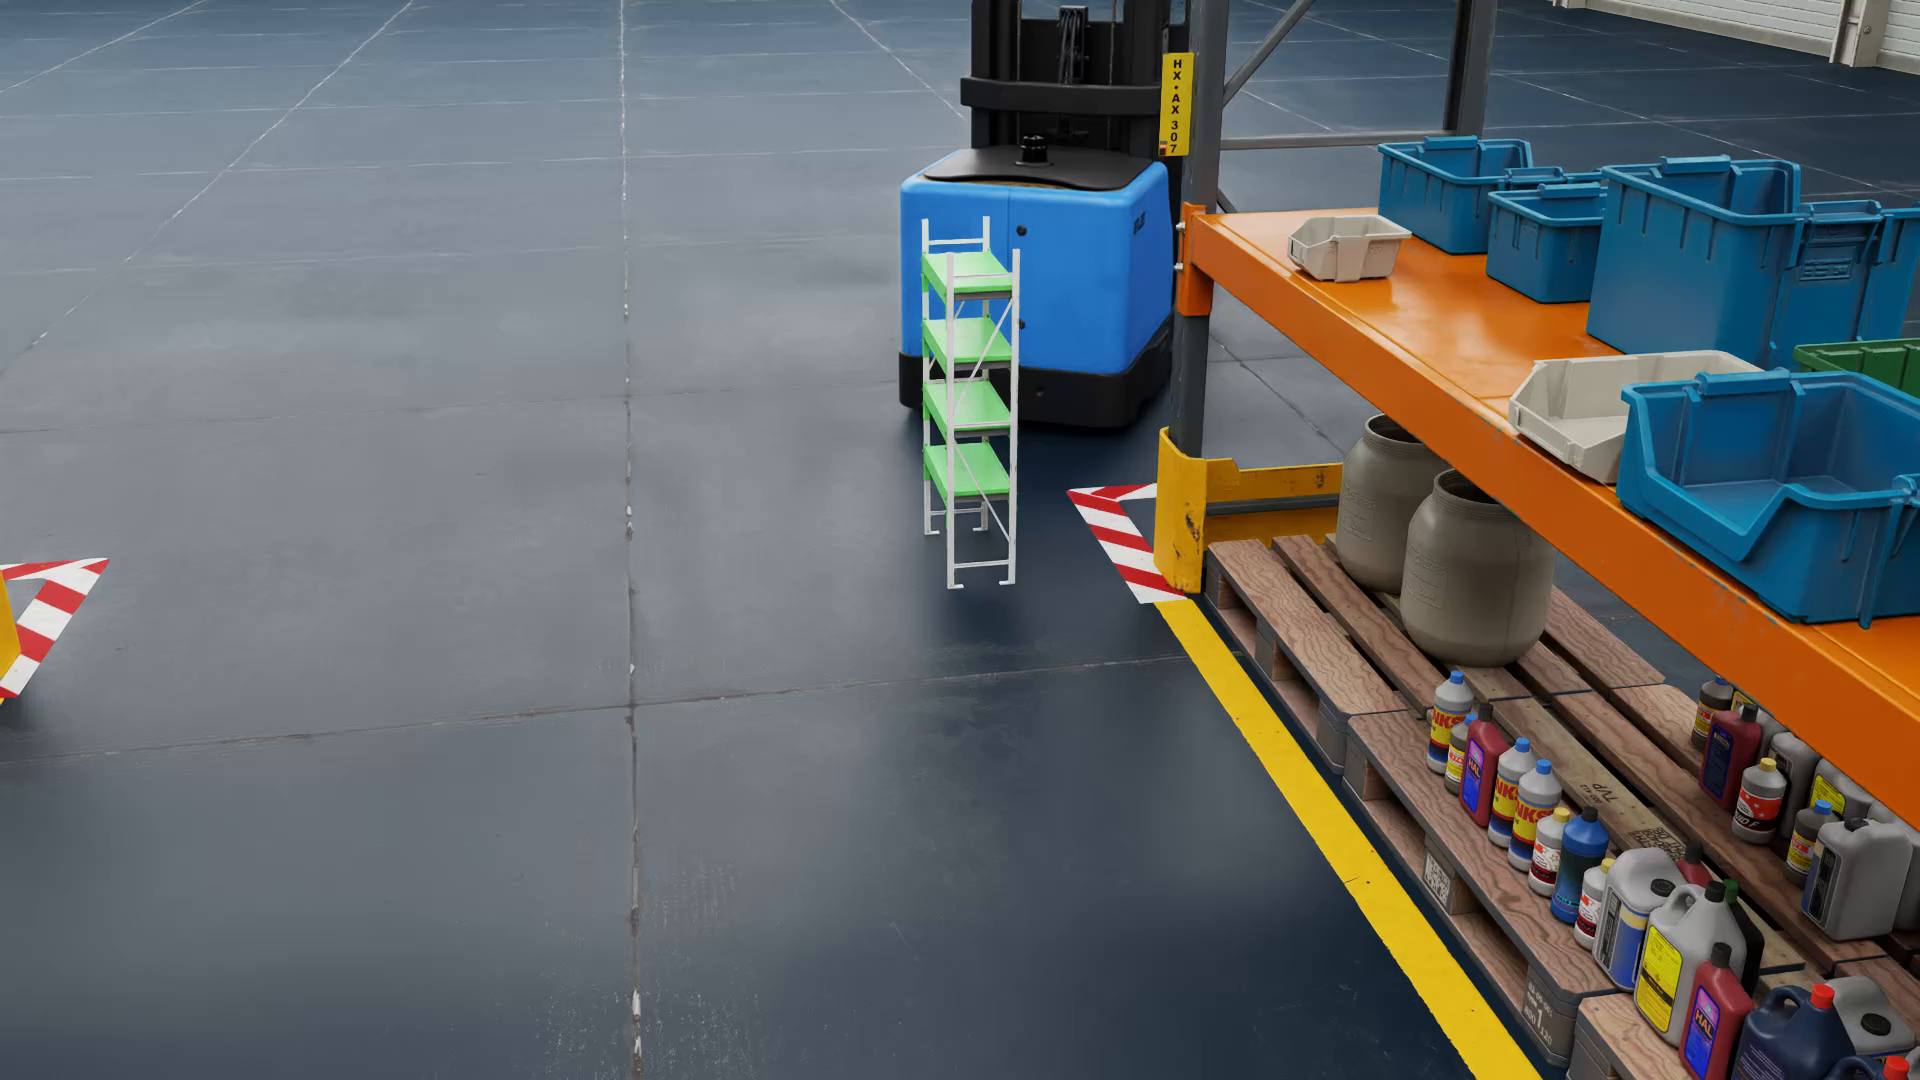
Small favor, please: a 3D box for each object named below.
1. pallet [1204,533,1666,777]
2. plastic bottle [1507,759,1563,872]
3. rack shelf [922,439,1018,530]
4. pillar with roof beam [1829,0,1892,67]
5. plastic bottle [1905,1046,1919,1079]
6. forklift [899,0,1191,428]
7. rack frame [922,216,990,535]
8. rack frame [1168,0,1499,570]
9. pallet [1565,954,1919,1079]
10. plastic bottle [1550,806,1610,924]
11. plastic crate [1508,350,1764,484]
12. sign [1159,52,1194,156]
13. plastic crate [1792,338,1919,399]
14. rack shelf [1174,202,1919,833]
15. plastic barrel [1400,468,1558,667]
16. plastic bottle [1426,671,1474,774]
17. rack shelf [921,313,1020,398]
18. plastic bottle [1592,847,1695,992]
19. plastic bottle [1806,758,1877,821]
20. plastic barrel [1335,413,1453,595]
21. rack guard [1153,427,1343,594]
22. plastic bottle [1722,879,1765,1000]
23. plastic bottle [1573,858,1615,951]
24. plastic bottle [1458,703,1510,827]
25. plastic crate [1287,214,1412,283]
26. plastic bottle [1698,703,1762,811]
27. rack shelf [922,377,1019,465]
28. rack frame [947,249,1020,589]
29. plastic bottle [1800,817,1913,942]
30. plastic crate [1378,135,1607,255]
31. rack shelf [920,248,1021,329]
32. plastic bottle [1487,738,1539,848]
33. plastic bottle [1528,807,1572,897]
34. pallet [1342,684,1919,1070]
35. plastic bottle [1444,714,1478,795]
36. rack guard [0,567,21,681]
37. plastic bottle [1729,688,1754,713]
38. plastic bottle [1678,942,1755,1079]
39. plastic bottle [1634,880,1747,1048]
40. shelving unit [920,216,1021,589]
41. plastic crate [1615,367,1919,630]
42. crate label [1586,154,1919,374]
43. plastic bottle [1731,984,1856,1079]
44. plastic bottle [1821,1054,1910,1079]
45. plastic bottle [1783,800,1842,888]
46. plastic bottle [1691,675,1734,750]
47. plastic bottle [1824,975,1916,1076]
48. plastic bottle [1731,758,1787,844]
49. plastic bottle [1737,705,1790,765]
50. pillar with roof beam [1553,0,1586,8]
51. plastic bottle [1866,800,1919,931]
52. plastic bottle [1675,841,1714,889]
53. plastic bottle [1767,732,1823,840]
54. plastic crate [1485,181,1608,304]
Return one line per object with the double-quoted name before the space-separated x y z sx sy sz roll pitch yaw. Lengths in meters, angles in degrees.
"pallet" 1.446 0.304 5.290 1.003 0.211 1.213 -4 24 -10
"plastic bottle" 1.351 0.639 3.899 0.097 0.271 0.097 0 24 0
"rack shelf" 0.031 -0.206 5.982 0.258 0.148 0.480 -4 24 -10
"pillar with roof beam" 5.506 -8.993 15.597 9.100 9.000 0.400 -4 24 -10
"plastic bottle" 1.719 1.023 2.921 0.144 0.351 0.185 -4 24 -10
"forklift" 0.663 -2.389 8.057 1.130 2.935 3.031 7 25 16
"rack frame" -0.015 -0.581 6.081 0.240 1.200 0.015 -4 24 -10
"rack frame" 1.240 -1.320 5.525 1.000 3.000 0.127 -4 24 -10
"pallet" 1.897 1.264 3.093 1.003 0.211 1.213 -4 24 -10
"plastic bottle" 1.389 0.718 3.716 0.097 0.271 0.097 0 24 0
"plastic crate" 1.431 -0.246 3.395 0.530 0.136 0.437 -4 24 -10
"sign" 0.699 -1.408 5.381 0.100 0.325 0.005 -4 24 -10
"plastic crate" 2.006 -0.205 3.236 0.450 0.188 0.662 -4 24 -10
"rack shelf" 1.610 -0.204 3.868 1.077 0.370 4.000 -4 24 -10
"plastic barrel" 1.530 0.078 4.908 0.421 0.512 0.421 0 24 0
"plastic bottle" 1.269 0.465 4.298 0.097 0.271 0.097 0 24 0
"rack shelf" 0.031 -0.646 5.790 0.258 0.148 0.480 -4 24 -10
"plastic bottle" 1.456 0.801 3.522 0.152 0.276 0.135 -4 24 -9
"plastic bottle" 2.091 0.603 3.883 0.144 0.351 0.185 -3 24 -8
"plastic barrel" 1.437 -0.119 5.359 0.421 0.512 0.421 0 24 0
"rack guard" 1.301 -0.148 5.965 1.175 0.500 0.348 -4 24 -10
"plastic bottle" 1.579 0.844 3.414 0.061 0.283 0.133 -4 24 -10
"plastic bottle" 1.408 0.791 3.638 0.097 0.201 0.097 0 24 0
"plastic bottle" 1.293 0.550 4.088 0.061 0.283 0.133 -4 24 -9
"plastic crate" 1.090 -0.824 4.718 0.298 0.136 0.250 -4 24 -10
"plastic bottle" 1.926 0.522 4.151 0.061 0.283 0.133 -4 24 -10
"rack shelf" 0.031 -0.426 5.886 0.258 0.148 0.480 -4 24 -10
"rack frame" 0.076 -0.389 5.641 0.240 1.200 0.015 -4 24 -10
"plastic bottle" 1.984 0.731 3.682 0.152 0.276 0.135 -4 24 -10
"plastic crate" 1.627 -1.077 5.155 0.499 0.251 0.616 -4 24 -10
"rack shelf" 0.031 -0.866 5.694 0.258 0.148 0.480 -4 24 -10
"plastic bottle" 1.333 0.599 3.989 0.097 0.271 0.097 0 24 0
"plastic bottle" 1.370 0.710 3.824 0.097 0.201 0.097 0 24 0
"pallet" 1.668 0.783 4.194 1.003 0.211 1.213 -4 24 -10
"plastic bottle" 1.289 0.537 4.218 0.097 0.201 0.097 0 24 0
"rack guard" -3.613 0.222 5.118 1.175 0.500 0.348 -4 24 -10
"plastic bottle" 2.050 0.457 4.299 0.061 0.283 0.133 -4 24 -8
"plastic bottle" 1.471 0.928 3.222 0.061 0.283 0.133 -3 24 -6
"plastic bottle" 1.483 0.831 3.360 0.144 0.351 0.185 -4 24 -10
"shelving unit" 0.031 -0.485 5.861 0.258 1.200 0.503 -4 24 -10
"plastic crate" 1.509 -0.094 2.903 0.499 0.251 0.616 -4 24 -10
"crate label" 1.847 -0.633 3.906 0.502 0.435 0.616 -4 24 -10
"plastic bottle" 1.542 0.958 3.069 0.144 0.351 0.185 -6 24 -12
"plastic bottle" 1.578 1.033 2.896 0.144 0.351 0.185 -5 24 -11
"plastic bottle" 1.980 0.697 3.853 0.097 0.201 0.097 0 24 0
"plastic bottle" 2.011 0.450 4.418 0.097 0.201 0.097 0 24 0
"plastic bottle" 1.683 0.971 3.132 0.152 0.276 0.135 -4 24 -10
"plastic bottle" 1.937 0.623 4.023 0.097 0.201 0.097 0 24 0
"plastic bottle" 2.031 0.517 4.171 0.152 0.276 0.135 -4 24 -9
"pillar with roof beam" 4.397 -11.353 21.001 9.100 9.000 0.400 -4 24 -10
"plastic bottle" 2.125 0.676 3.715 0.144 0.351 0.185 -4 24 -10
"plastic bottle" 1.561 0.789 3.539 0.061 0.283 0.133 -4 24 -10
"plastic bottle" 2.056 0.572 4.046 0.152 0.276 0.135 -5 24 -11
"plastic crate" 1.742 -0.822 4.569 0.499 0.251 0.408 -4 24 -10
